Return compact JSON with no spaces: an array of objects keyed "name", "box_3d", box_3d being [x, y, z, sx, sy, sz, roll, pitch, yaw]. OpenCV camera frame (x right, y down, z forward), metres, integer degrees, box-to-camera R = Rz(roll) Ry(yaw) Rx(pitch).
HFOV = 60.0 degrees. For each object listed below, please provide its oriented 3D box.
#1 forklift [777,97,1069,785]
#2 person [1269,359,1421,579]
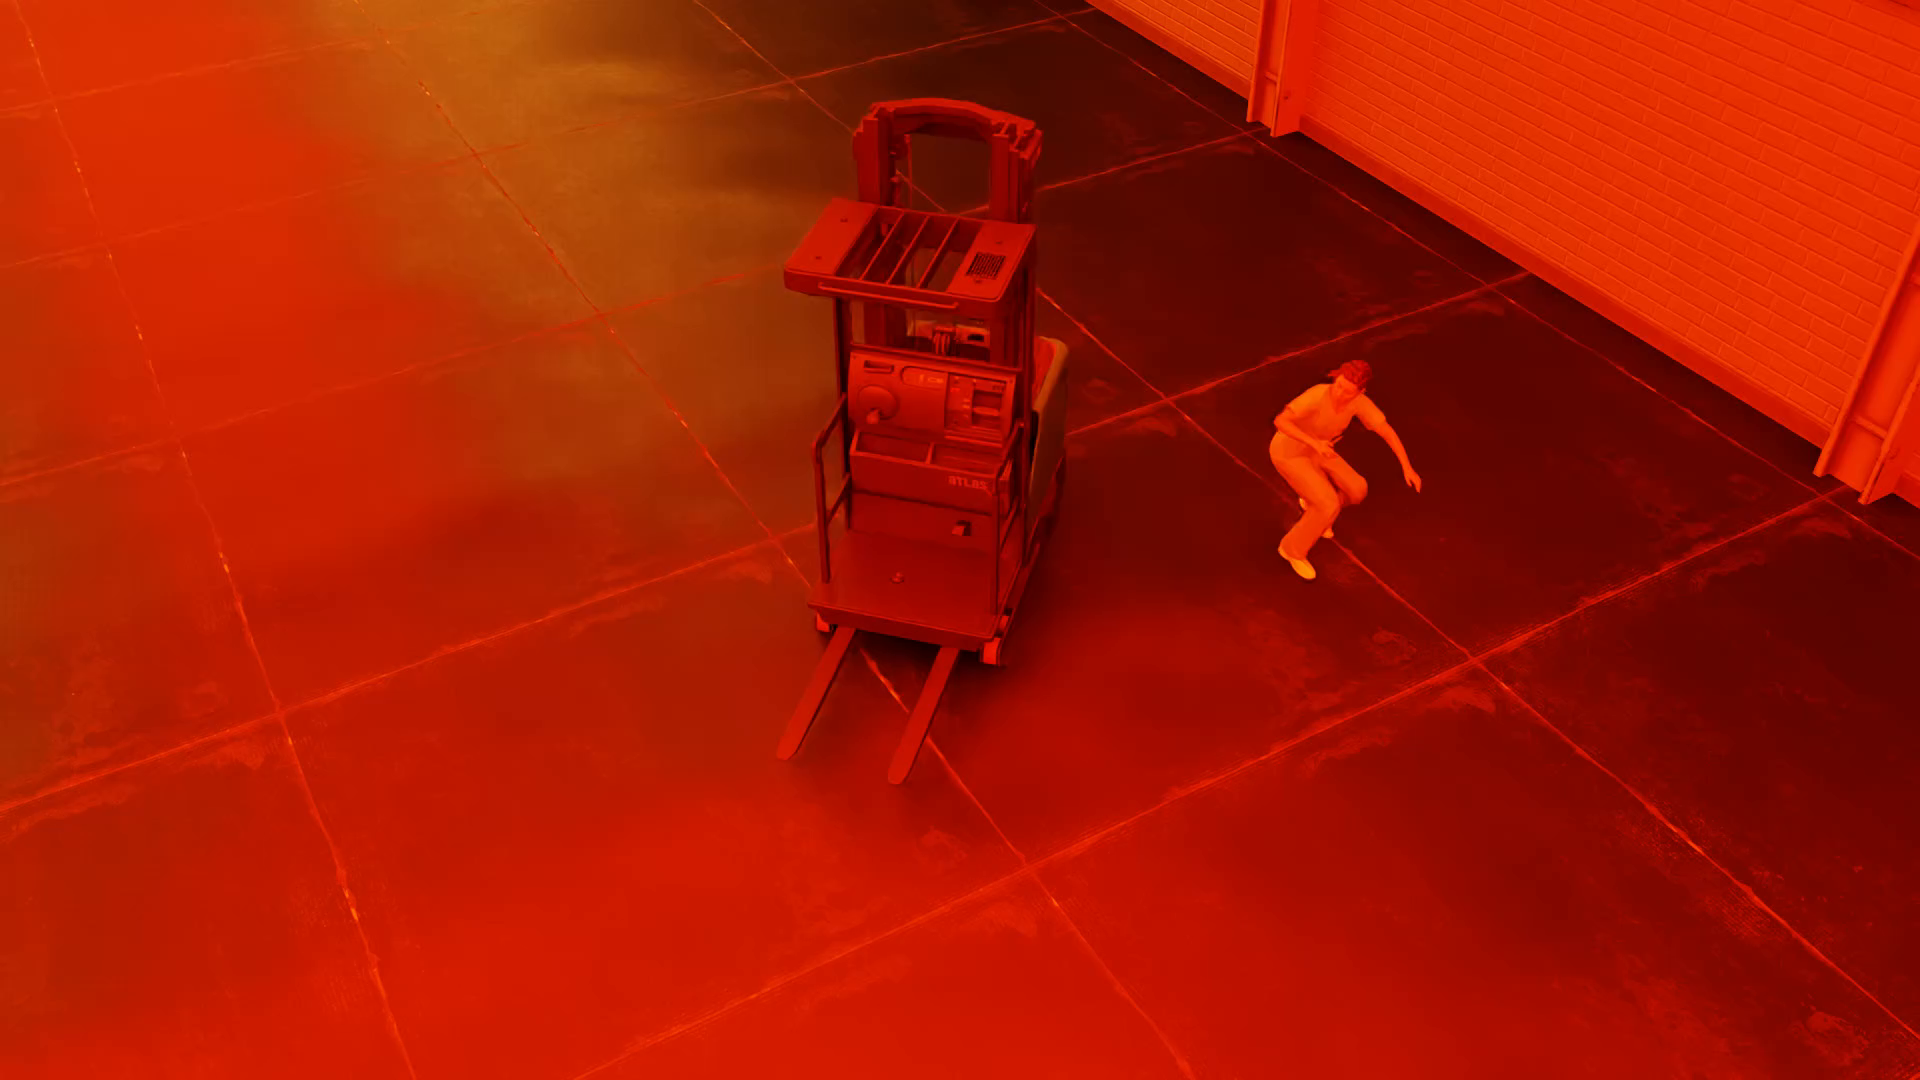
[{"name":"forklift","box_3d":[-0.215,-0.698,8.877,1.130,2.935,3.031,10,41,12]},{"name":"person","box_3d":[2.191,-0.414,9.751,0.697,1.397,0.838,-26,46,-28]}]
